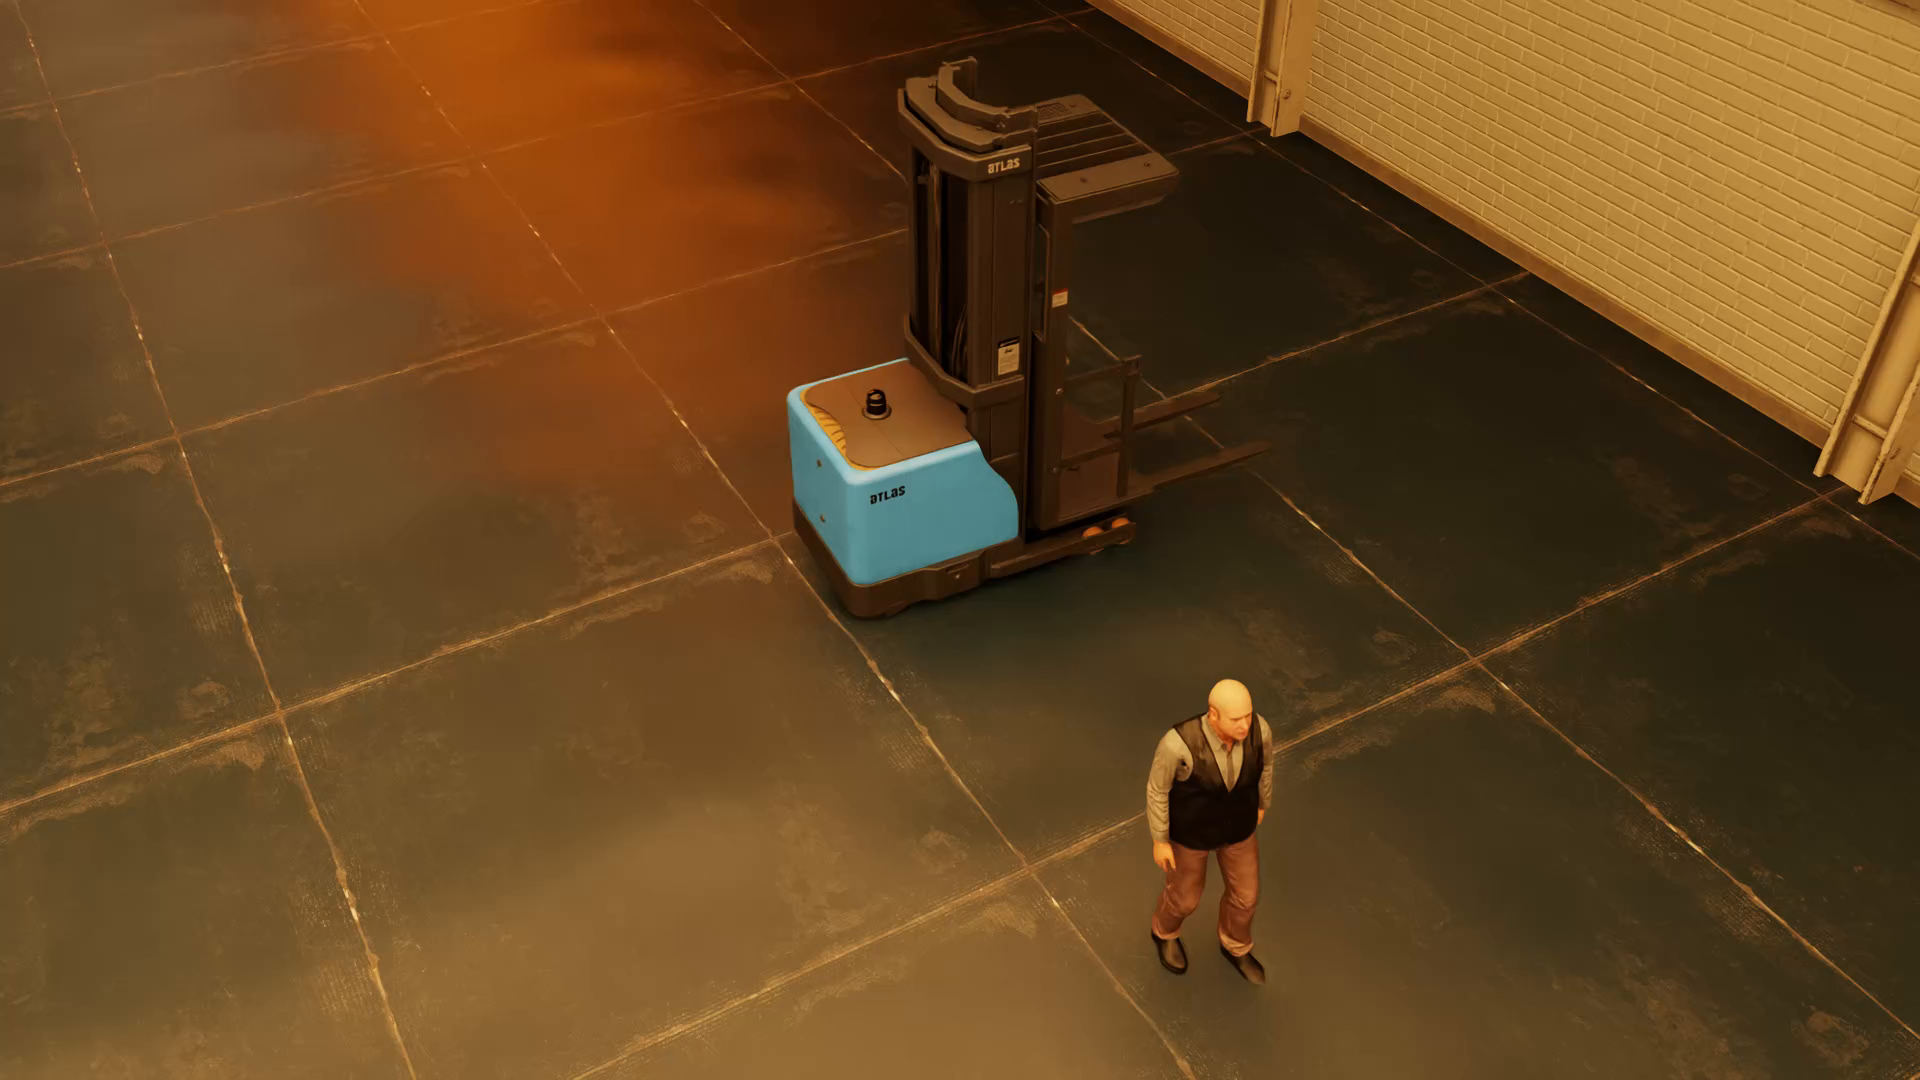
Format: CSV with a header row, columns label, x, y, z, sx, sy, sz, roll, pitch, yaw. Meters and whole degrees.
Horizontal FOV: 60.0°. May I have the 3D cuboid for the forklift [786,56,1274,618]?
label,x,y,z,sx,sy,sz,roll,pitch,yaw
forklift,0.522,-1.328,9.637,3.031,2.935,1.130,-18,43,-20

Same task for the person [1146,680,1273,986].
label,x,y,z,sx,sy,sz,roll,pitch,yaw
person,1.139,1.336,7.409,0.614,1.751,0.513,-12,41,-14
